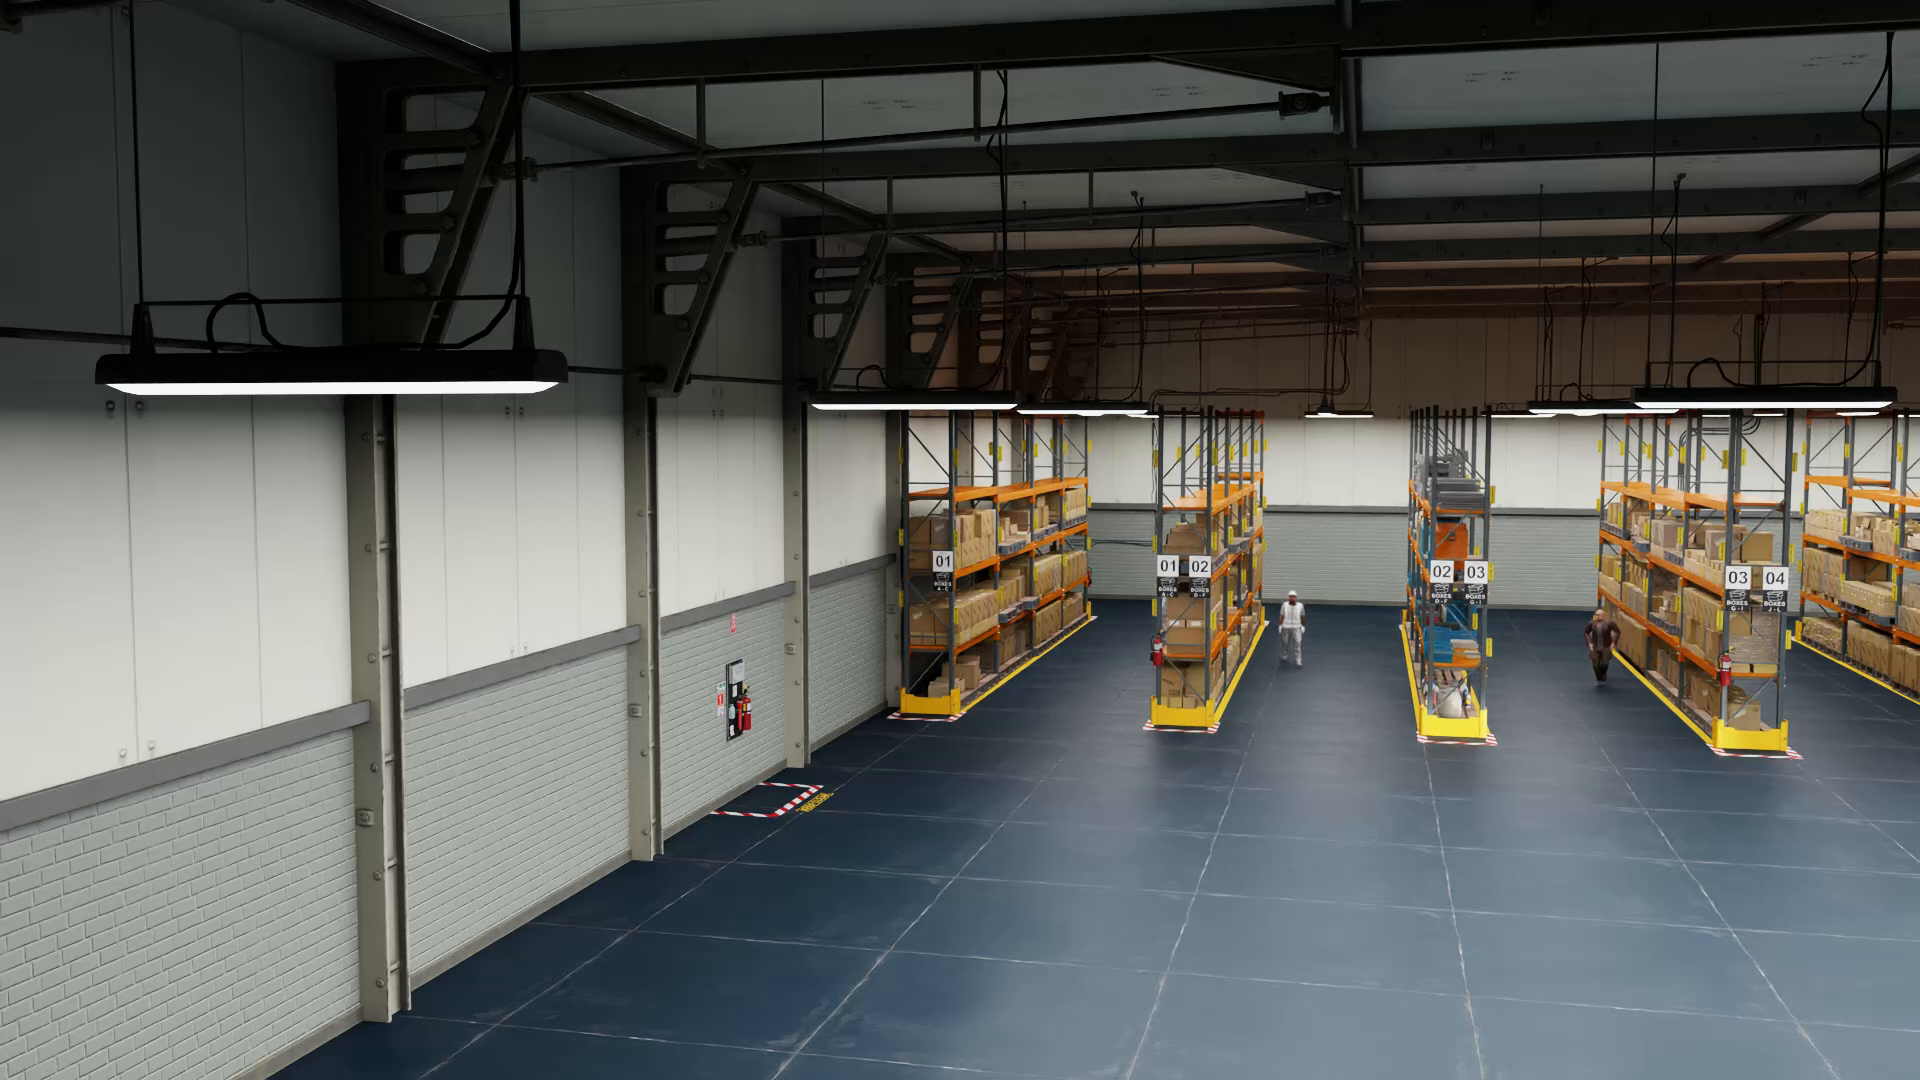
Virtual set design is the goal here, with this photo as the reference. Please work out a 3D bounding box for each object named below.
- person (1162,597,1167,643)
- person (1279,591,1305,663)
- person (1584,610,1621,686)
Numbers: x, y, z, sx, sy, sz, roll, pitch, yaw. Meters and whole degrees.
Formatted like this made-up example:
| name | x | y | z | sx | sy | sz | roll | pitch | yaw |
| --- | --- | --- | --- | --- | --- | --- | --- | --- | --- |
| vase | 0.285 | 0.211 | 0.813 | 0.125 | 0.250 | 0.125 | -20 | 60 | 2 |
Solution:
| name | x | y | z | sx | sy | sz | roll | pitch | yaw |
| --- | --- | --- | --- | --- | --- | --- | --- | --- | --- |
| person | 5.398 | 1.863 | 42.660 | 0.473 | 1.603 | 0.537 | -1 | 4 | -8 |
| person | 7.776 | 2.022 | 38.998 | 0.646 | 1.690 | 0.889 | 0 | 4 | 2 |
| person | 13.832 | 2.321 | 35.832 | 0.751 | 1.684 | 0.637 | 2 | 4 | 22 |
